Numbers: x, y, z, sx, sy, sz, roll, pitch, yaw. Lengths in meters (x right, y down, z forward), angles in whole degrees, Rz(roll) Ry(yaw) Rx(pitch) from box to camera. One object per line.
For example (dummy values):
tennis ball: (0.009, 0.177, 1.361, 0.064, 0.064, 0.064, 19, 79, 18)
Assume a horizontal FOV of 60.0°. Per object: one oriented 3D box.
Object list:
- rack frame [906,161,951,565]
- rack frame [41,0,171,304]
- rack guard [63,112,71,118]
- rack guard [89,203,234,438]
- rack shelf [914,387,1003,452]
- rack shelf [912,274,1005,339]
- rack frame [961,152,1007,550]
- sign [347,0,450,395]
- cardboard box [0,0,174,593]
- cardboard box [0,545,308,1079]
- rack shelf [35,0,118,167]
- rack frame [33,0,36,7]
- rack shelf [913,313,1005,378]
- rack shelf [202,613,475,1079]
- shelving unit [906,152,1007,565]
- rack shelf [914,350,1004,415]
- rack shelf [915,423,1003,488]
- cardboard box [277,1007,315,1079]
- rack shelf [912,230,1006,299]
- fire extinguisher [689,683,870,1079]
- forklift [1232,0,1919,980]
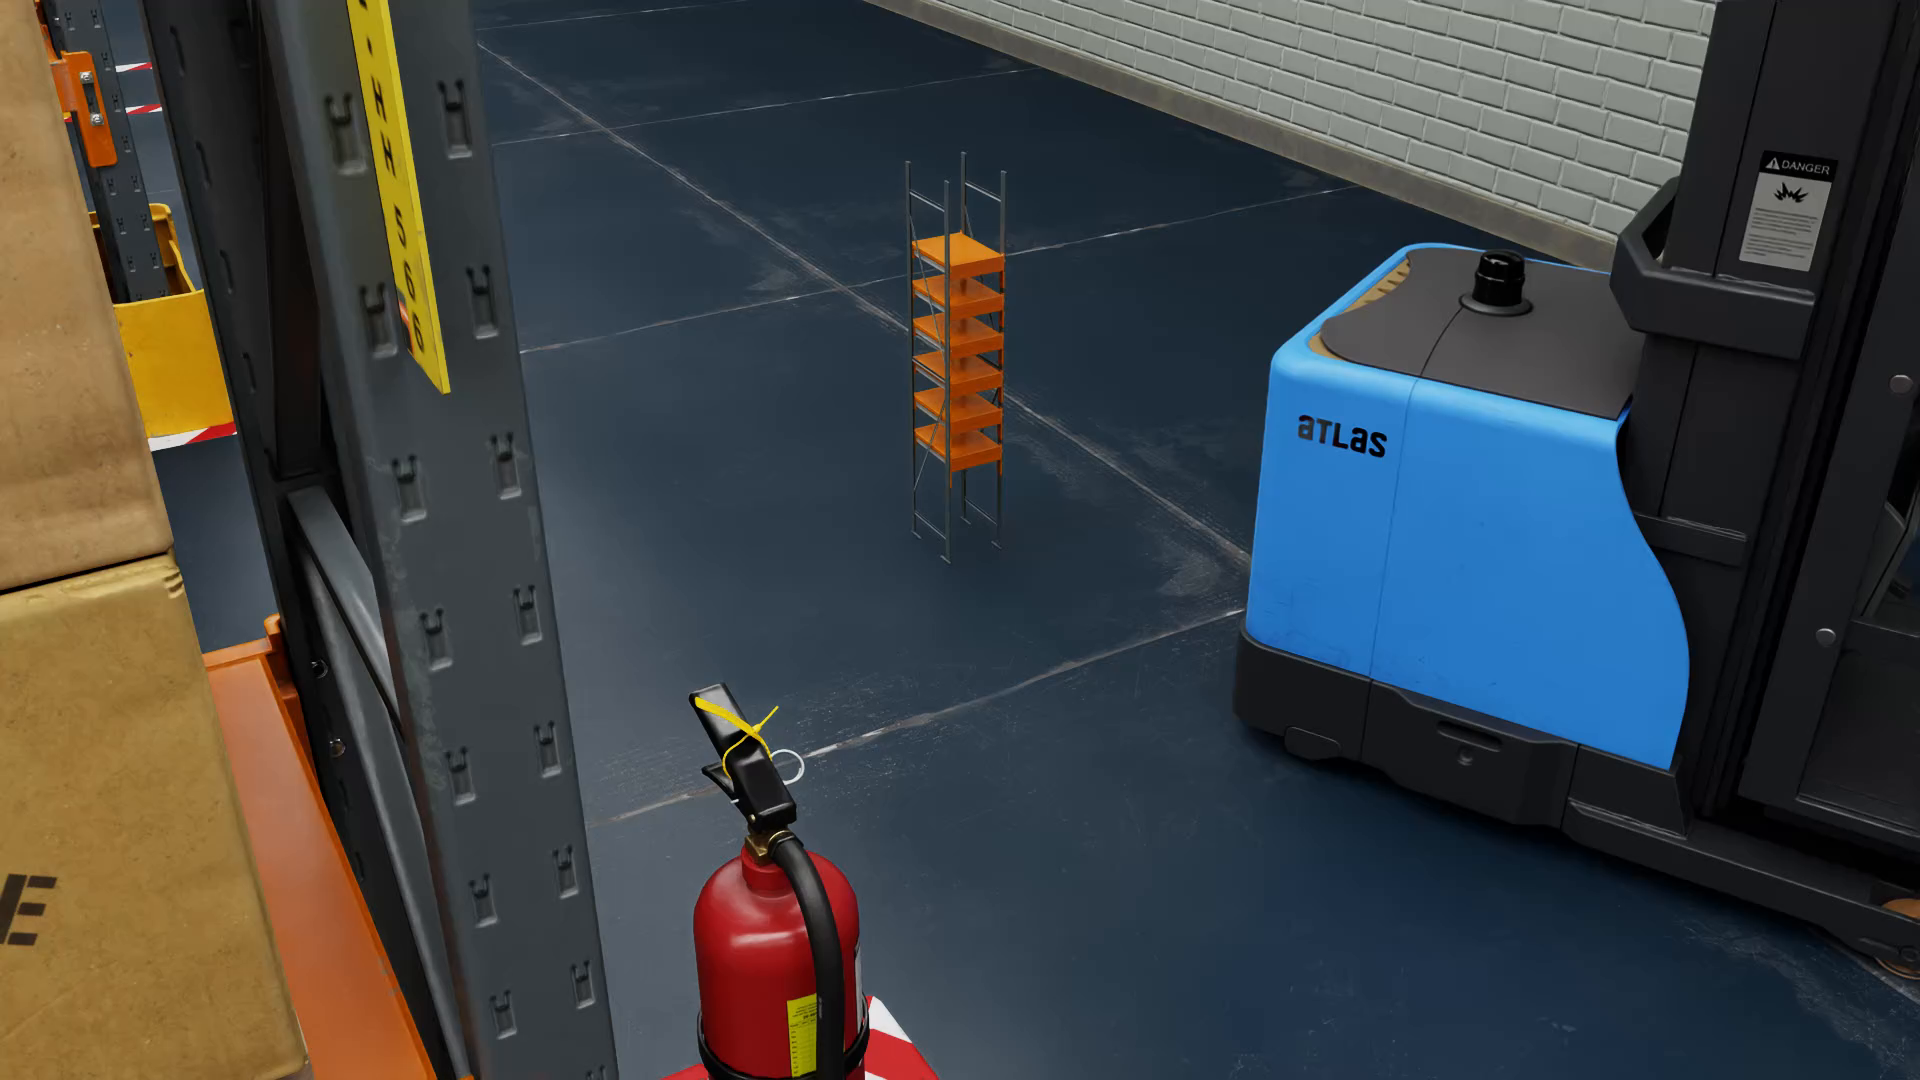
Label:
rack frame: (-0.091, -0.499, 4.913, 0.006, 1.200, 0.240, -16, 33, -26)
rack frame: (-3.064, -1.943, 5.666, 0.127, 3.000, 1.000, -16, 33, -26)
rack guard: (-5.559, -2.923, 10.029, 0.348, 0.500, 1.175, -16, 33, -26)
rack guard: (-3.044, -0.854, 6.281, 0.348, 0.500, 1.175, -16, 33, -26)
rack shelf: (-0.012, -0.378, 5.033, 0.180, 0.103, 0.258, -16, 33, -26)
rack shelf: (-0.012, -0.693, 4.859, 0.180, 0.103, 0.258, -16, 33, -26)
rack frame: (0.066, -0.544, 4.994, 0.006, 1.200, 0.240, -16, 33, -26)
sign: (-0.375, -0.261, 1.093, 0.005, 0.325, 0.100, -16, 33, -26)
cardboard box: (-0.907, -0.248, 1.149, 0.500, 0.500, 0.500, -17, 33, -27)
cardboard box: (-0.896, 0.191, 1.388, 0.500, 0.500, 0.500, -15, 32, -25)
rack shelf: (-4.789, -1.138, 4.953, 4.000, 0.370, 1.077, -16, 33, -26)
rack frame: (-5.574, -4.006, 9.405, 0.127, 3.000, 1.000, -16, 33, -26)
rack shelf: (-0.012, -0.588, 4.917, 0.180, 0.103, 0.258, -16, 33, -26)
rack shelf: (-2.363, 0.953, 1.164, 4.000, 0.370, 1.077, -16, 33, -26)
shelving unit: (-0.012, -0.522, 4.954, 0.189, 1.200, 0.258, -16, 33, -26)
rack shelf: (-0.012, -0.483, 4.975, 0.180, 0.103, 0.258, -16, 33, -26)
rack shelf: (-0.012, -0.273, 5.091, 0.180, 0.103, 0.258, -16, 33, -26)
cardboard box: (-0.777, 0.456, 1.580, 0.250, 0.149, 0.380, -16, 33, -26)
rack shelf: (-0.012, -0.798, 4.801, 0.180, 0.103, 0.258, -16, 33, -26)
fire extinguisher: (-0.188, 0.476, 1.749, 0.183, 0.674, 0.296, -16, 33, -26)
forklift: (2.226, -0.591, 3.287, 3.031, 2.935, 1.130, 17, 33, 28)
